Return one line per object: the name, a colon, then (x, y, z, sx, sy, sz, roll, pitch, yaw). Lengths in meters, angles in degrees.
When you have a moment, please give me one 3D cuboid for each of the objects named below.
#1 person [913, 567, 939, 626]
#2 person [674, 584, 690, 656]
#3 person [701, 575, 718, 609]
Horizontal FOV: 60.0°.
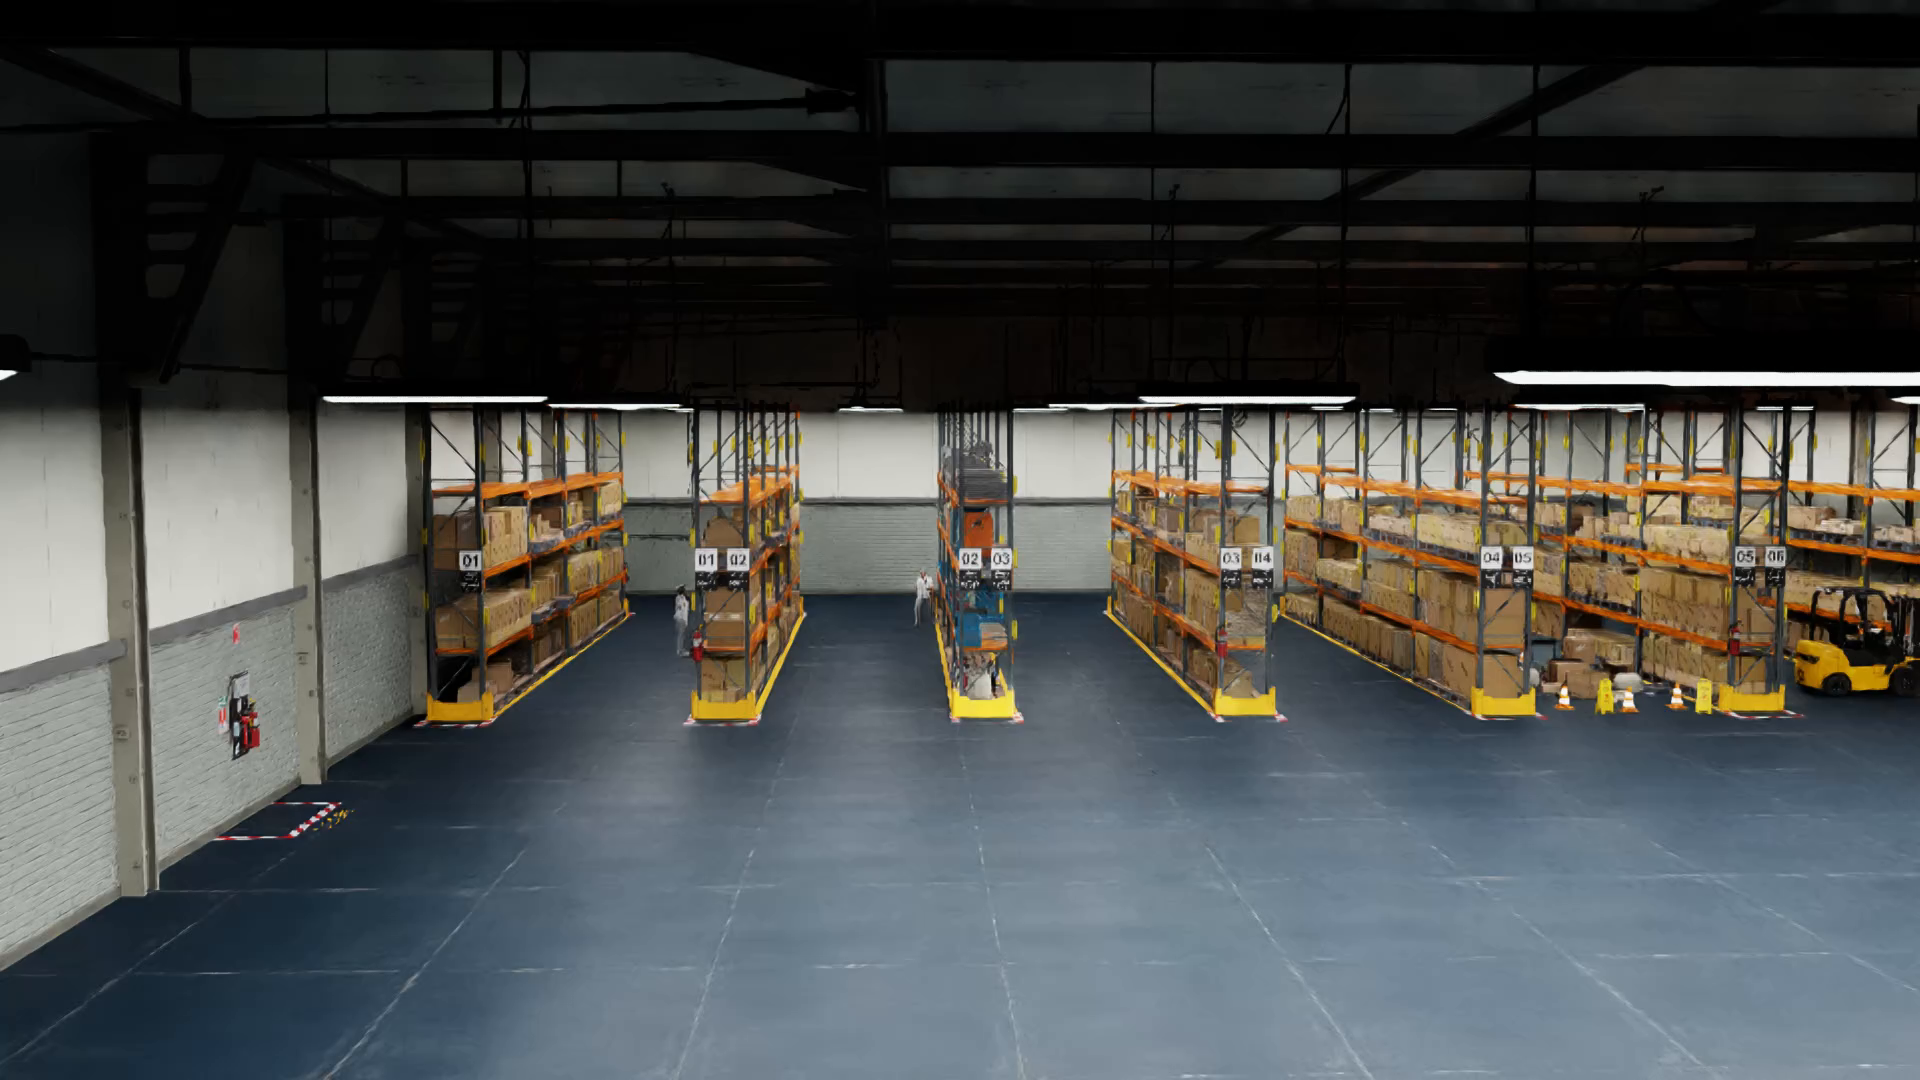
person: (-0.918, 1.507, 44.973, 0.534, 1.598, 0.934, 1, 5, 19)
person: (-6.559, 1.883, 39.376, 0.409, 1.677, 0.532, -3, 5, -33)
person: (-7.228, 1.182, 48.698, 0.560, 1.671, 0.700, 3, 5, 37)
